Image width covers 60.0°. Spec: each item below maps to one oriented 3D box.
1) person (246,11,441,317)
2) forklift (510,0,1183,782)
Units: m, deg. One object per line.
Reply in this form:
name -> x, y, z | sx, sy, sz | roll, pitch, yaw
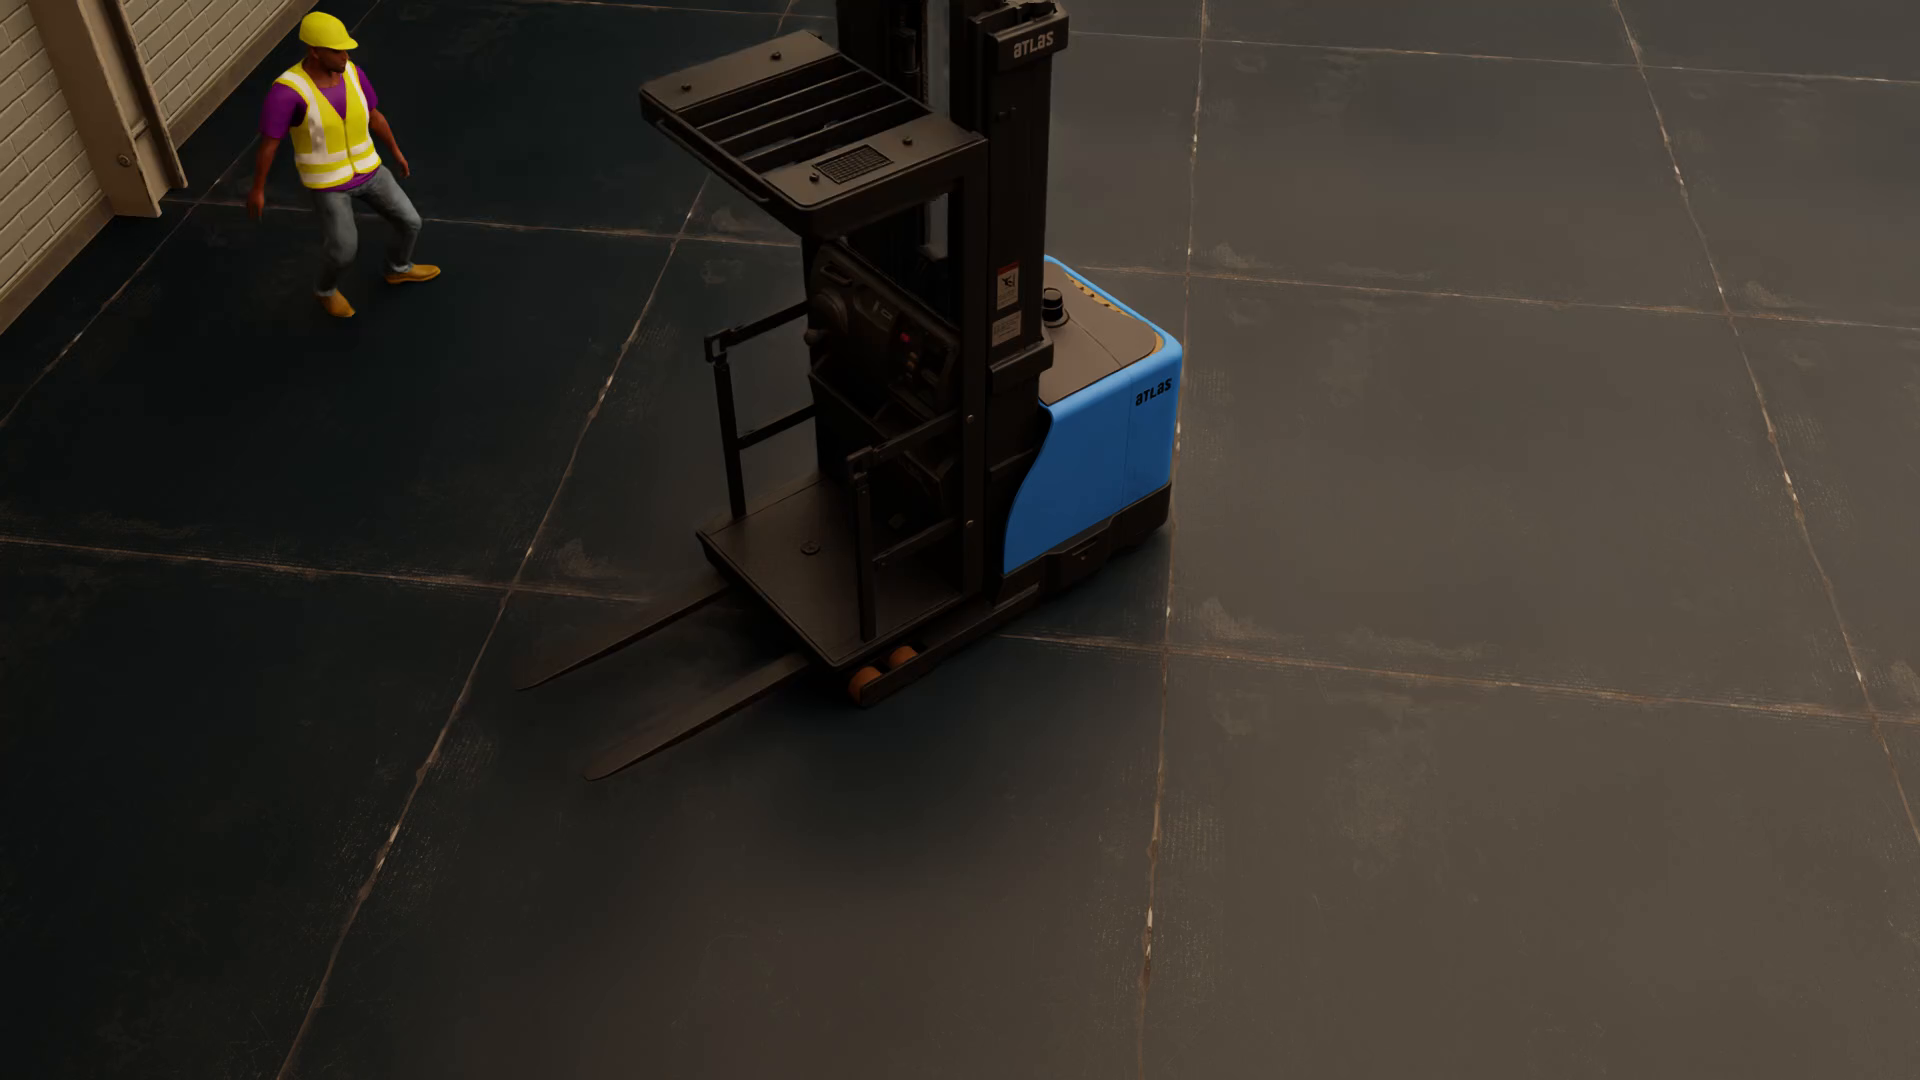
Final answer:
person -> -3.338, -1.945, 8.777 | 0.503, 1.708, 0.911 | 30, 50, 28
forklift -> -0.481, -0.780, 6.573 | 3.031, 2.935, 1.130 | -28, 50, -27
